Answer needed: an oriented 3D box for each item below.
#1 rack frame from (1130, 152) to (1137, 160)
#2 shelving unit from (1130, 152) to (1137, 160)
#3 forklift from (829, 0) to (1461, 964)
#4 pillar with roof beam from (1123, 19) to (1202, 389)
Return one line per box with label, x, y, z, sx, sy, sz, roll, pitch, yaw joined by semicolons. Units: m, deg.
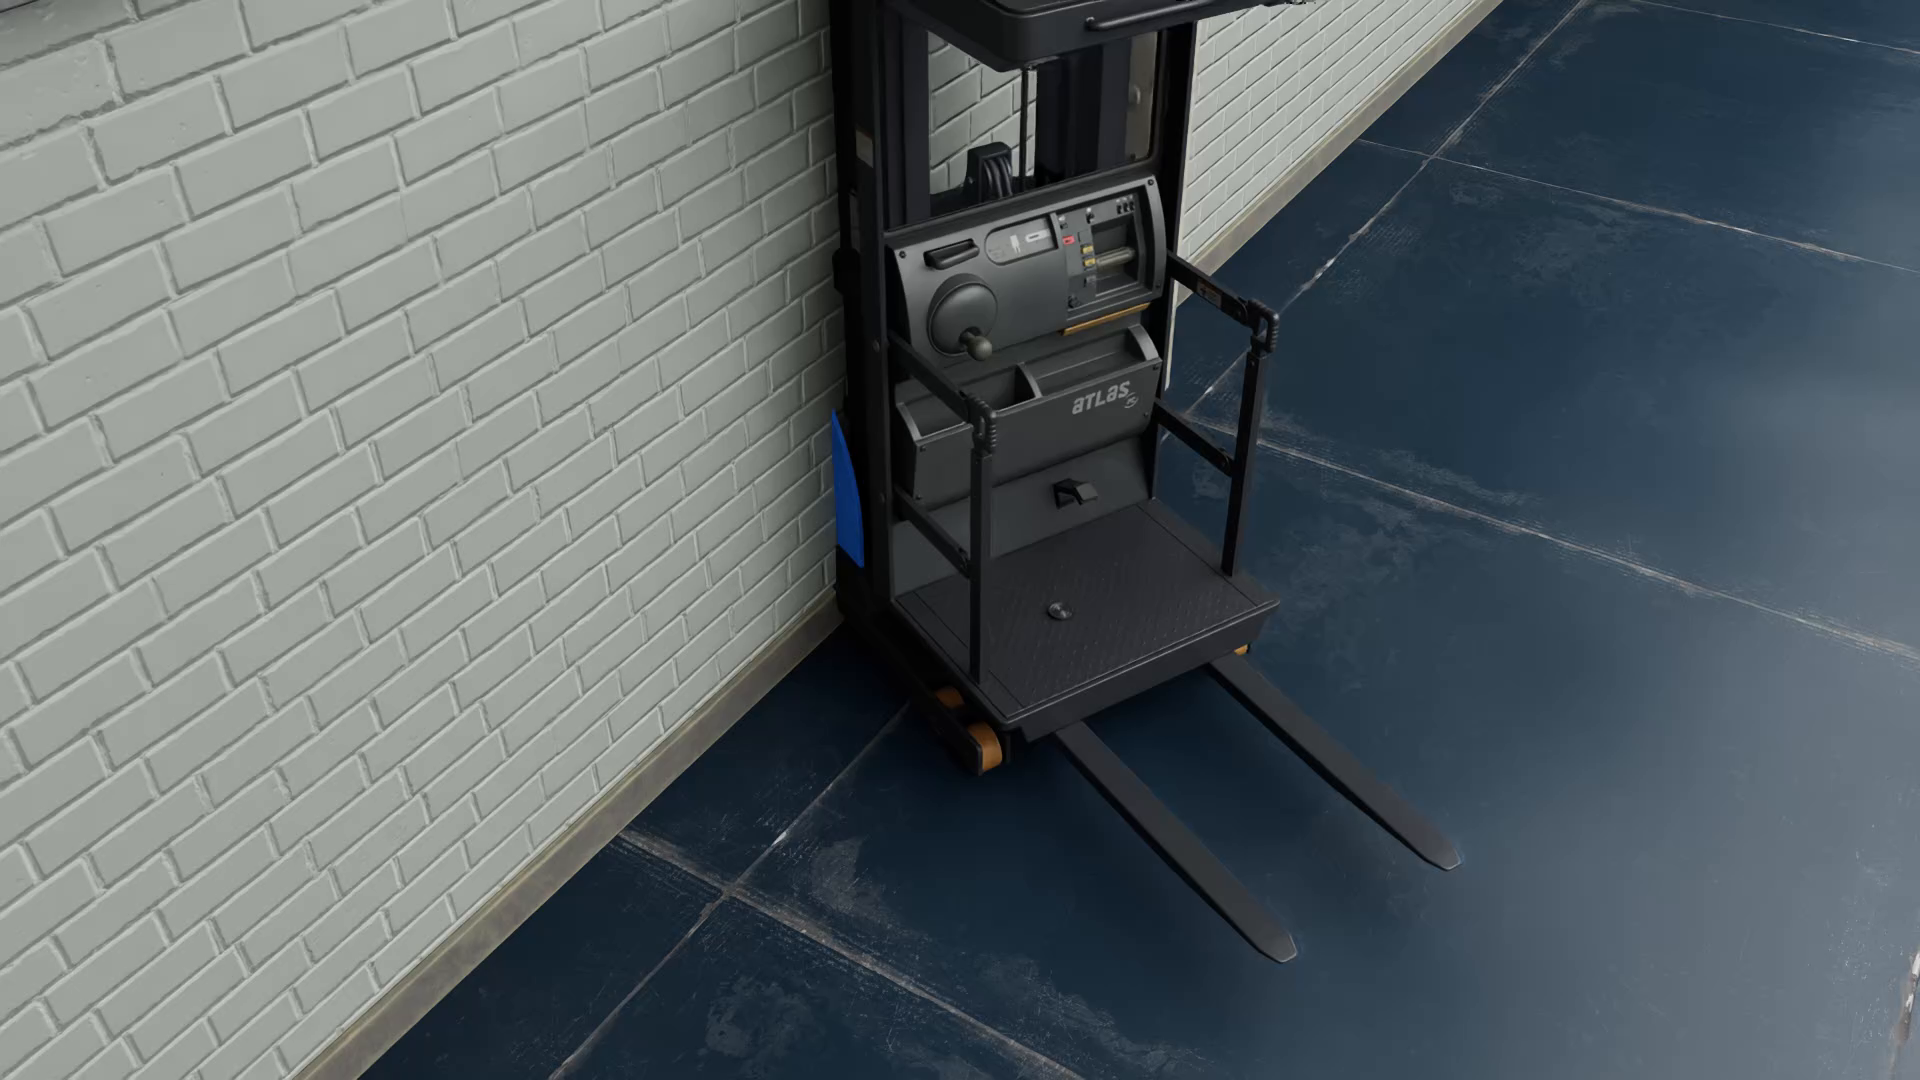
rack frame;0.557;-0.974;6.525;0.240;1.200;0.015;19;41;25
shelving unit;0.431;-0.847;6.360;0.258;1.200;0.503;19;41;25
forklift;0.337;-0.749;4.821;1.130;2.935;3.031;-21;42;-25
pillar with roof beam;4.296;-2.768;2.469;9.100;9.000;0.400;21;42;25
